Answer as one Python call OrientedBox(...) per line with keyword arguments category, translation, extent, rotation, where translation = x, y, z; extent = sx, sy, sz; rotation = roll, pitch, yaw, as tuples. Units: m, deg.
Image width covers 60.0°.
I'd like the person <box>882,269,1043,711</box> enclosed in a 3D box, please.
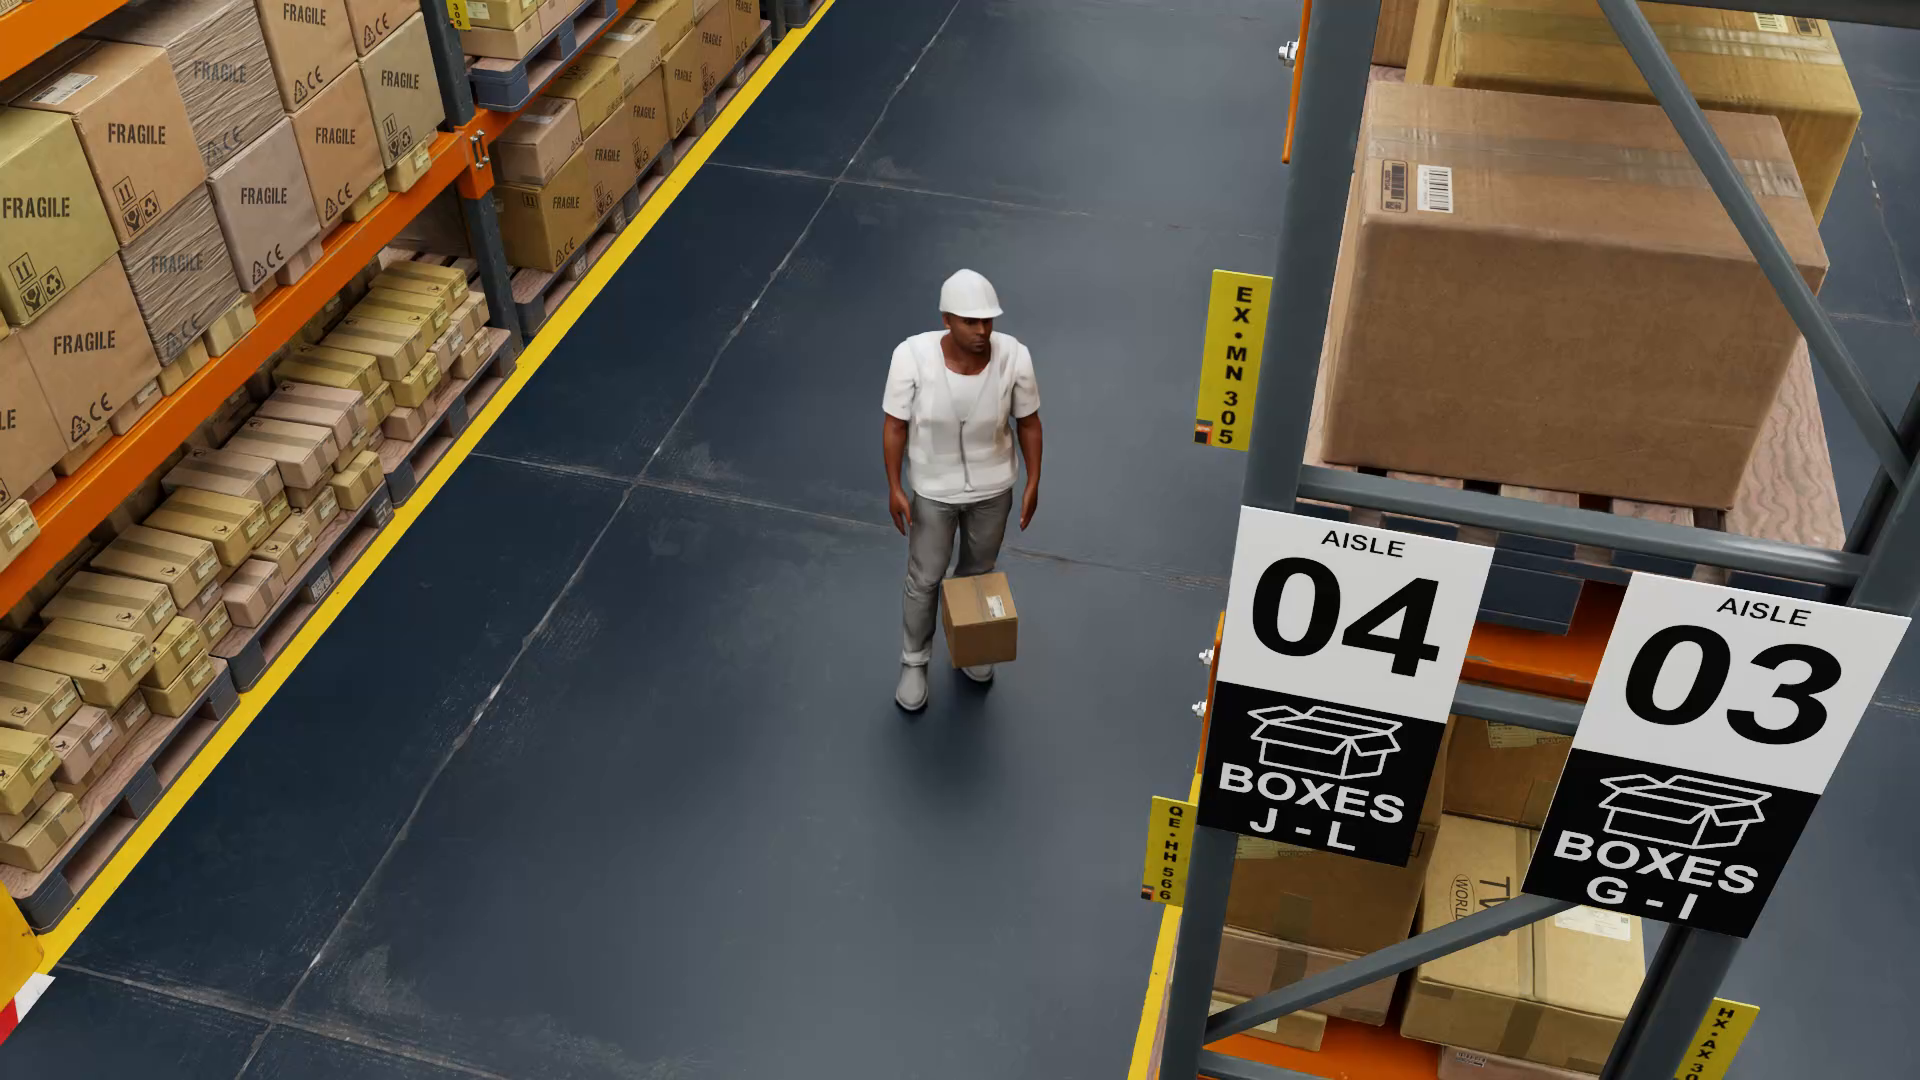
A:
OrientedBox(category="person", translation=(0.016, -0.177, 6.332), extent=(0.629, 1.768, 0.576), rotation=(-6, 41, -7))
